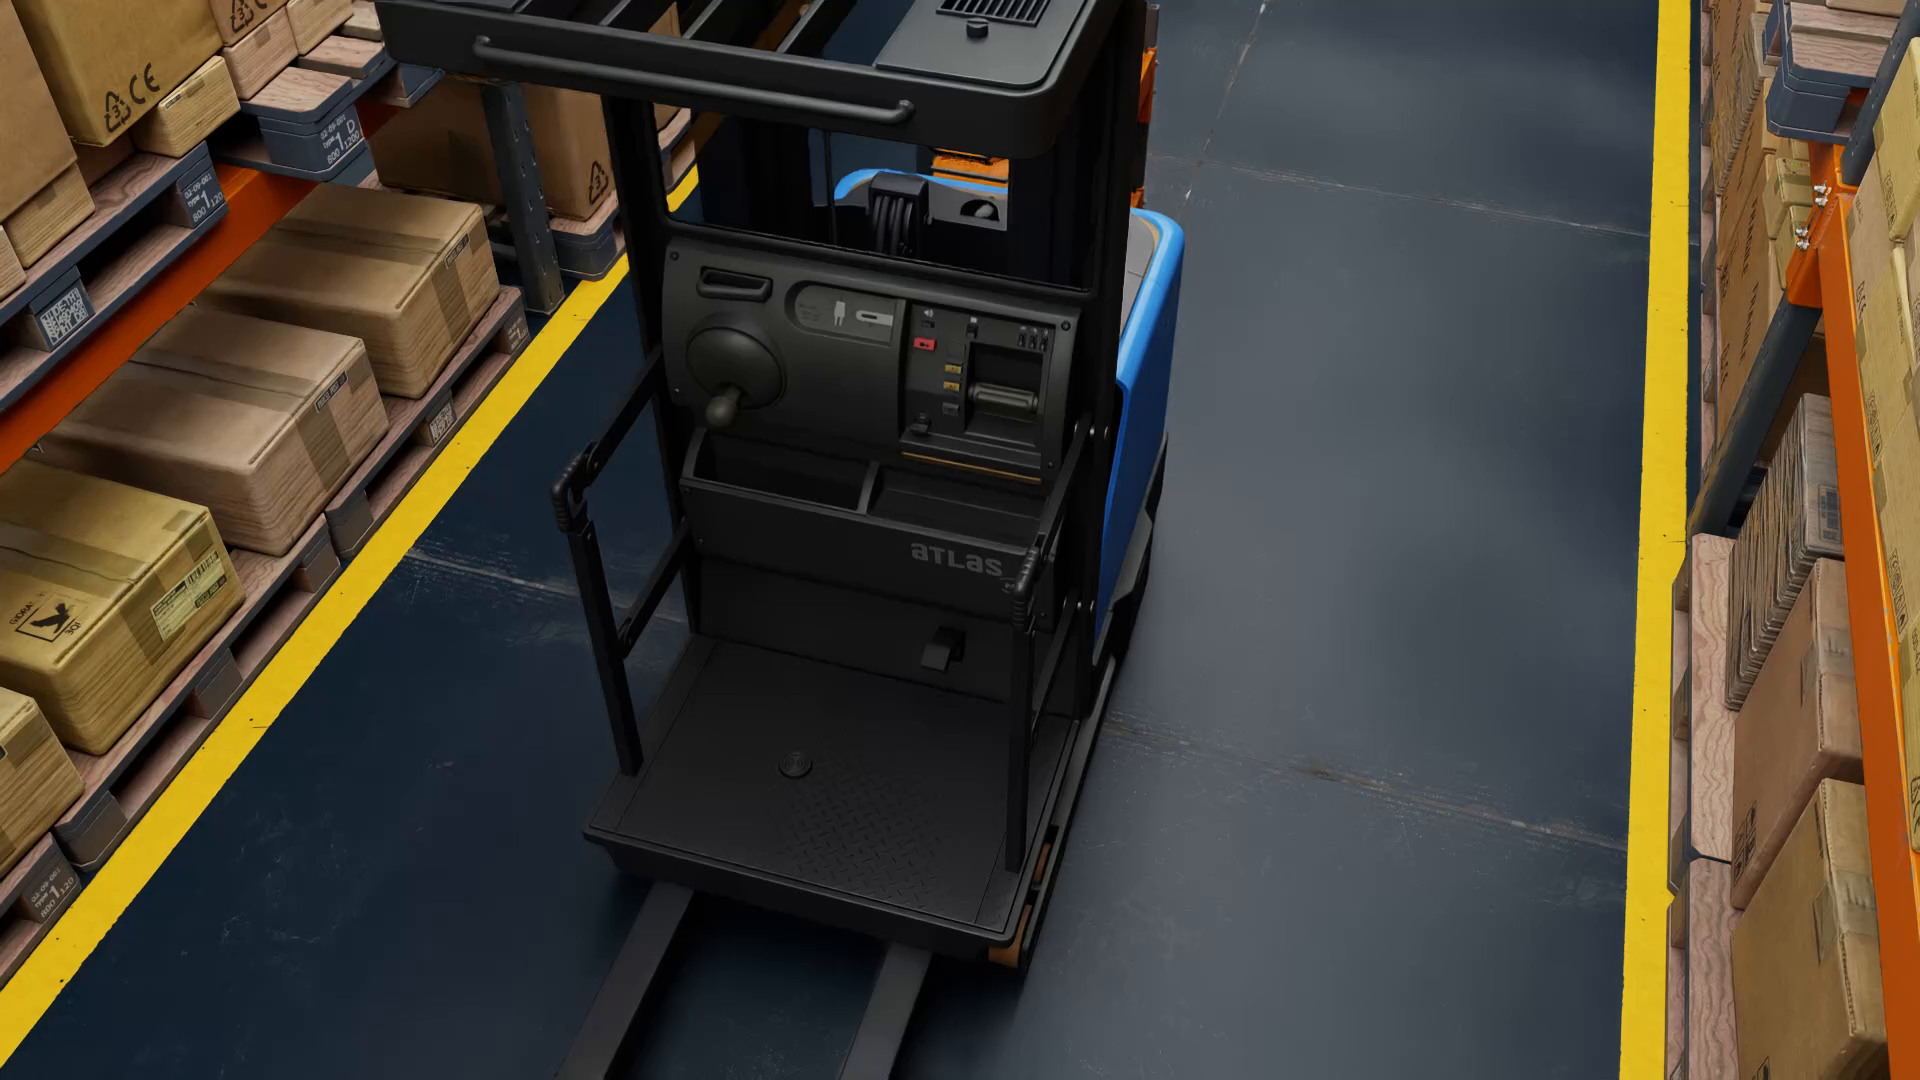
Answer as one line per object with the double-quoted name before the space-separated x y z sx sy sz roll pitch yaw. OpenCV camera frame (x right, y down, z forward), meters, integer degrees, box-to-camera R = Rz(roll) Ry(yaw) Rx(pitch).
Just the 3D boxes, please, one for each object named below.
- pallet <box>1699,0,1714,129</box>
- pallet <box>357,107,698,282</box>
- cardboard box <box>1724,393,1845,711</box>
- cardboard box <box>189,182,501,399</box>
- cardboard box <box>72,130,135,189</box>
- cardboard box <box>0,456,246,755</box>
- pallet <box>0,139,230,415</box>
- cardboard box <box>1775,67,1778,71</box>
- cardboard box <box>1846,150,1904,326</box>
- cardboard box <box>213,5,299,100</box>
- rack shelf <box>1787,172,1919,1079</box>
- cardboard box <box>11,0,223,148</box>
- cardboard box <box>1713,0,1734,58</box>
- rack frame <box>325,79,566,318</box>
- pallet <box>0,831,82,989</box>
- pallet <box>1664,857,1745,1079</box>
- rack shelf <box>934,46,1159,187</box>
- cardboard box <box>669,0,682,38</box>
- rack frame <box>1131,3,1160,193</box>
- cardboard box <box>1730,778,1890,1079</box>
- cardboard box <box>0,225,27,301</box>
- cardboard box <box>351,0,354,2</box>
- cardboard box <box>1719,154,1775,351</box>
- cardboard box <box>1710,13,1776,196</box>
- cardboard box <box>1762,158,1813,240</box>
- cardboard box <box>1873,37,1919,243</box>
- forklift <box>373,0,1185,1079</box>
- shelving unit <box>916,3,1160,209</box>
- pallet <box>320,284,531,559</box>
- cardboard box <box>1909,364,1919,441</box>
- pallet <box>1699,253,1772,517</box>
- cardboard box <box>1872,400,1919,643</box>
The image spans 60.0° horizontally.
"pallet" 3.777 -2.102 7.248 1.003 0.211 1.213 13 46 13
"pallet" -1.645 -1.545 6.678 1.003 0.211 1.213 13 46 13
"cardboard box" 2.574 0.129 4.372 0.875 0.625 0.625 14 46 14
"cardboard box" -2.136 -0.868 5.571 0.950 0.372 0.625 10 45 10
"cardboard box" -2.226 -0.959 3.965 0.380 0.149 0.250 13 46 13
"cardboard box" -2.587 0.130 4.551 0.950 0.372 0.625 14 46 14
"pallet" -2.516 -0.635 3.891 1.003 0.211 1.213 13 46 13
"cardboard box" 3.113 -1.732 5.899 0.380 0.149 0.250 11 45 11
"cardboard box" 2.409 -0.685 3.913 0.500 0.250 0.500 13 46 13
"cardboard box" -1.960 -1.286 4.299 0.380 0.149 0.250 11 45 11
"rack shelf" 2.171 0.607 2.999 1.077 0.370 4.000 13 46 13
"cardboard box" -2.126 -1.278 3.827 0.500 0.500 0.500 10 45 10
"cardboard box" 3.475 -2.274 6.916 0.500 0.500 0.500 12 46 12
"rack frame" -1.956 -2.032 5.182 1.000 3.000 0.127 13 46 13
"pallet" -2.933 1.112 3.963 1.003 0.211 1.213 13 46 13
"pallet" 2.118 1.365 3.704 1.003 0.211 1.213 13 46 13
"rack shelf" 0.263 -1.251 5.306 0.538 0.278 1.000 12 46 12
"cardboard box" -1.393 -2.459 6.837 0.875 0.875 0.875 13 46 13
"rack frame" 0.408 -1.383 5.859 0.500 1.125 0.032 12 46 12
"cardboard box" 2.180 1.015 3.466 0.875 0.625 0.625 11 45 11
"cardboard box" -2.277 -0.590 3.588 0.380 0.149 0.250 14 46 14
"cardboard box" -1.843 -1.630 4.650 0.380 0.149 0.250 13 46 13
"cardboard box" 2.861 -0.898 5.510 0.500 0.500 0.500 12 46 12
"cardboard box" 3.156 -1.598 6.225 0.500 0.500 0.500 11 45 11
"cardboard box" 2.738 -1.043 5.194 0.380 0.149 0.250 10 45 10
"cardboard box" 2.385 -0.869 3.743 0.500 0.250 0.500 12 46 12
"forklift" -0.268 -0.299 3.460 1.130 2.935 3.031 12 46 12
"shelving unit" 0.263 -1.042 5.511 0.538 1.125 1.048 12 46 12
"pallet" -2.194 -0.515 5.625 1.003 0.211 1.213 13 46 13
"cardboard box" 2.081 -0.185 3.045 0.500 0.250 0.500 11 46 11
"pallet" 3.038 -0.476 5.585 1.003 0.211 1.213 13 46 13
"cardboard box" 2.103 -0.006 3.219 0.500 0.250 0.500 11 45 11
